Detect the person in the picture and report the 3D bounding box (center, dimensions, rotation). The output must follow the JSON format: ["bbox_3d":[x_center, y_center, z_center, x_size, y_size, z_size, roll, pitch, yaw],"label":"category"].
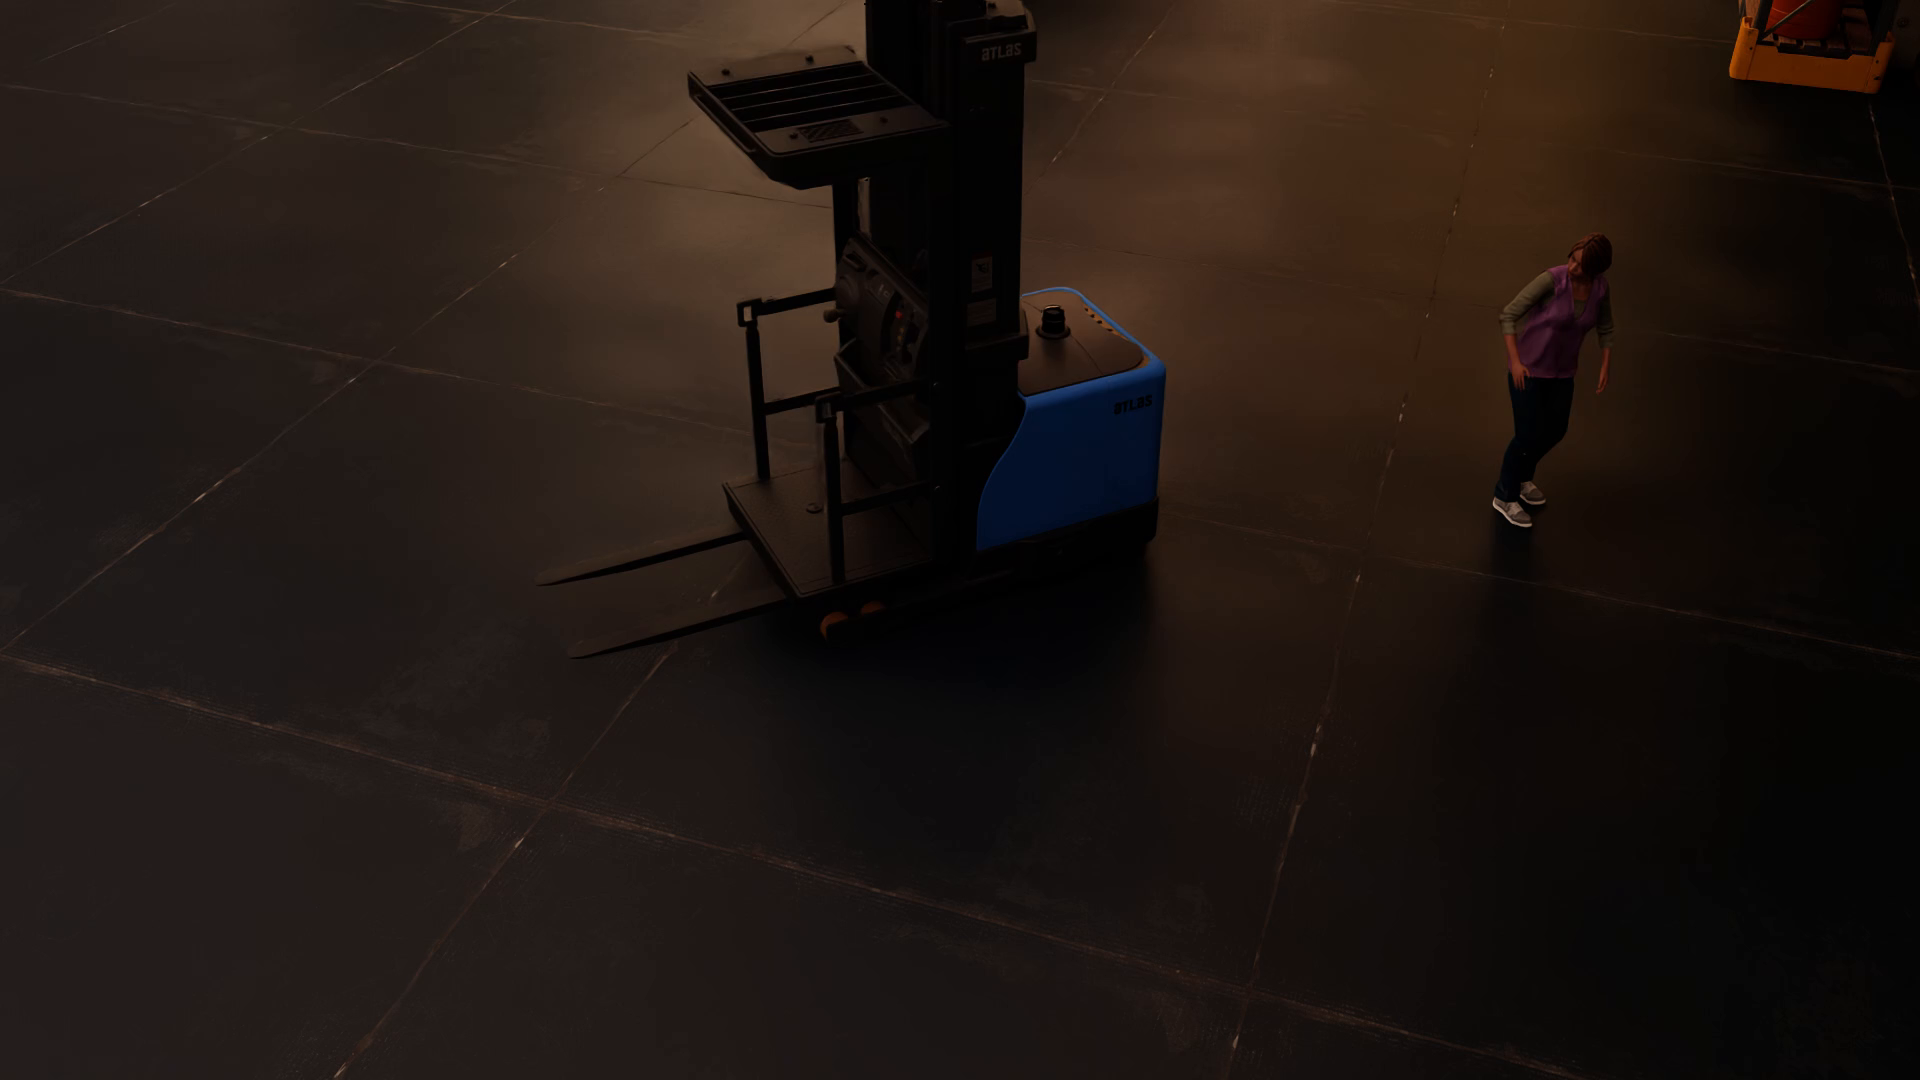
[{"bbox_3d":[3.040,-0.833,8.471,0.611,1.573,0.446,-11,37,-15],"label":"person"}]

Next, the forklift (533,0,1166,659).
[{"bbox_3d":[-0.547,-1.038,7.574,3.031,2.935,1.130,-16,38,-21],"label":"forklift"}]
